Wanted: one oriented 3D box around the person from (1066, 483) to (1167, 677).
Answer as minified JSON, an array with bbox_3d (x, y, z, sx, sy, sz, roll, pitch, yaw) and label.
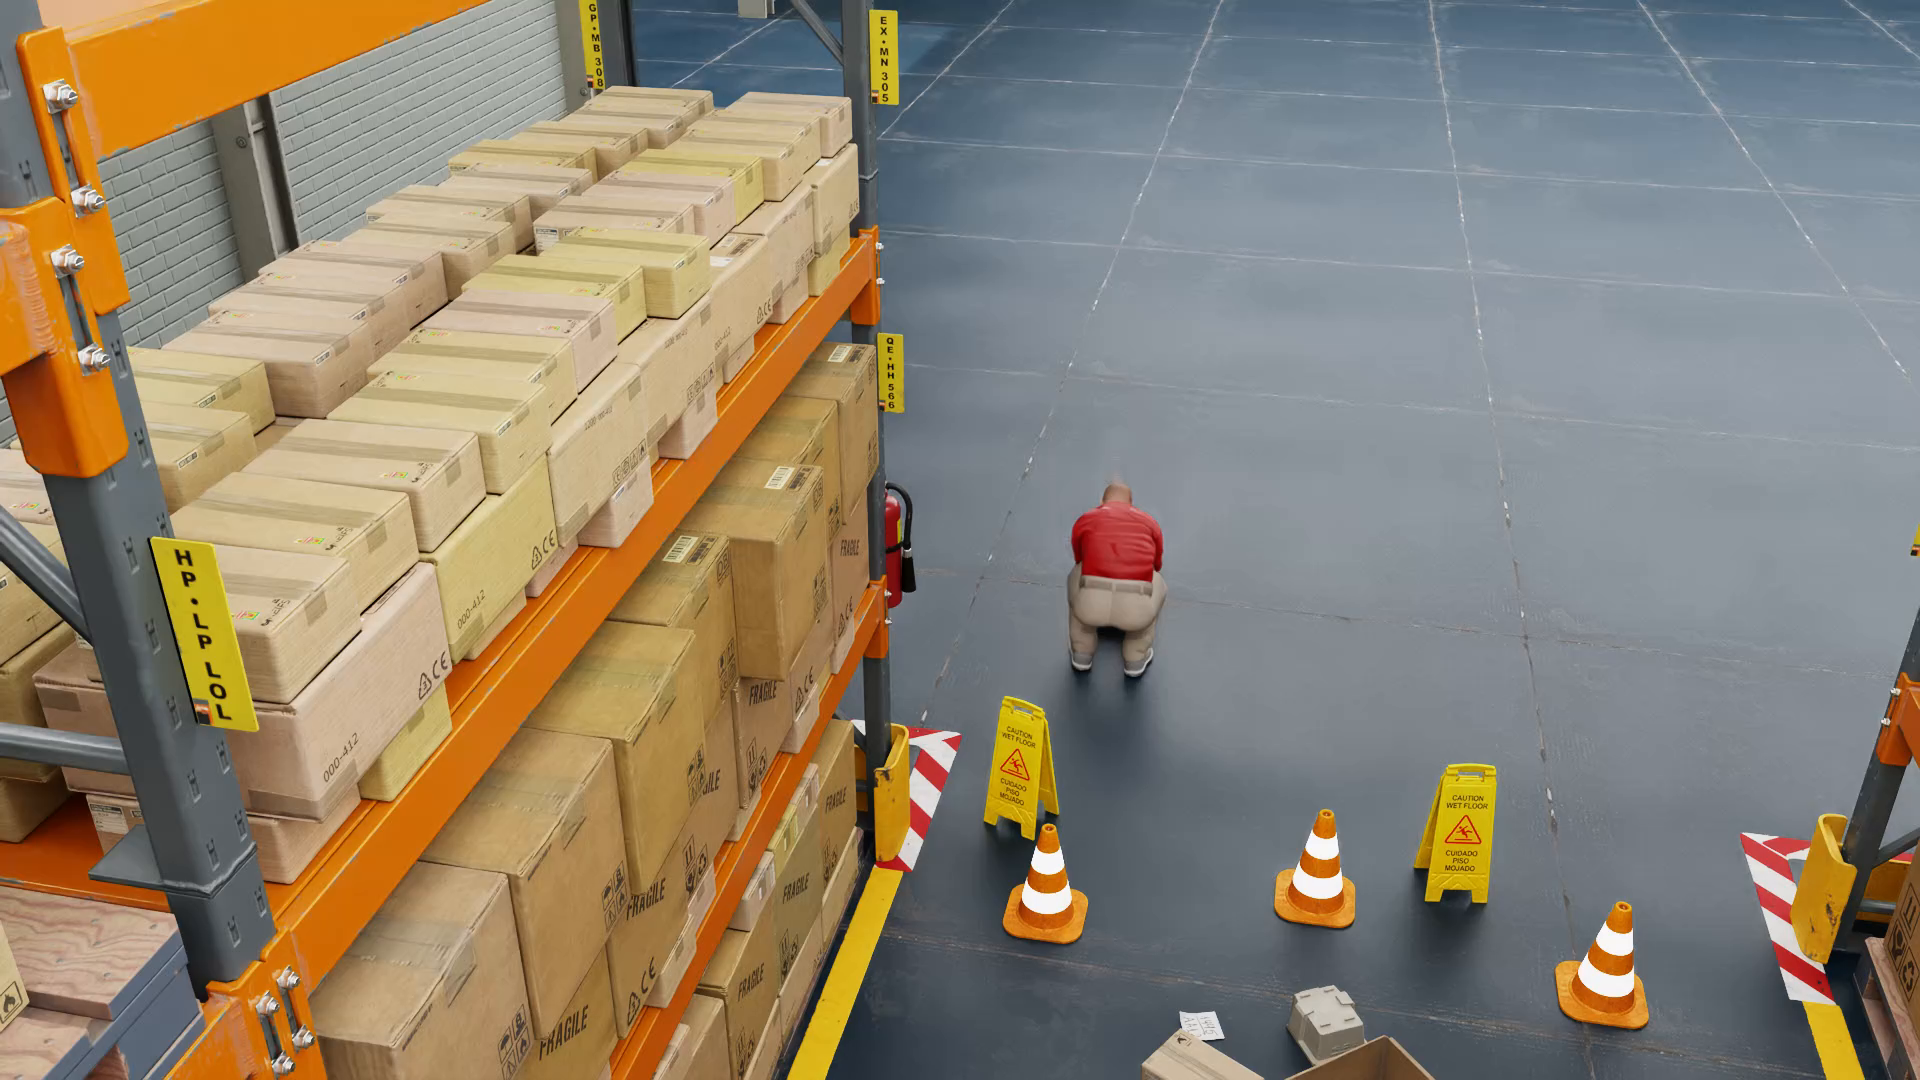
[{"bbox_3d":[0.821,0.243,8.763,0.536,0.825,0.912,5,29,10],"label":"person"}]
